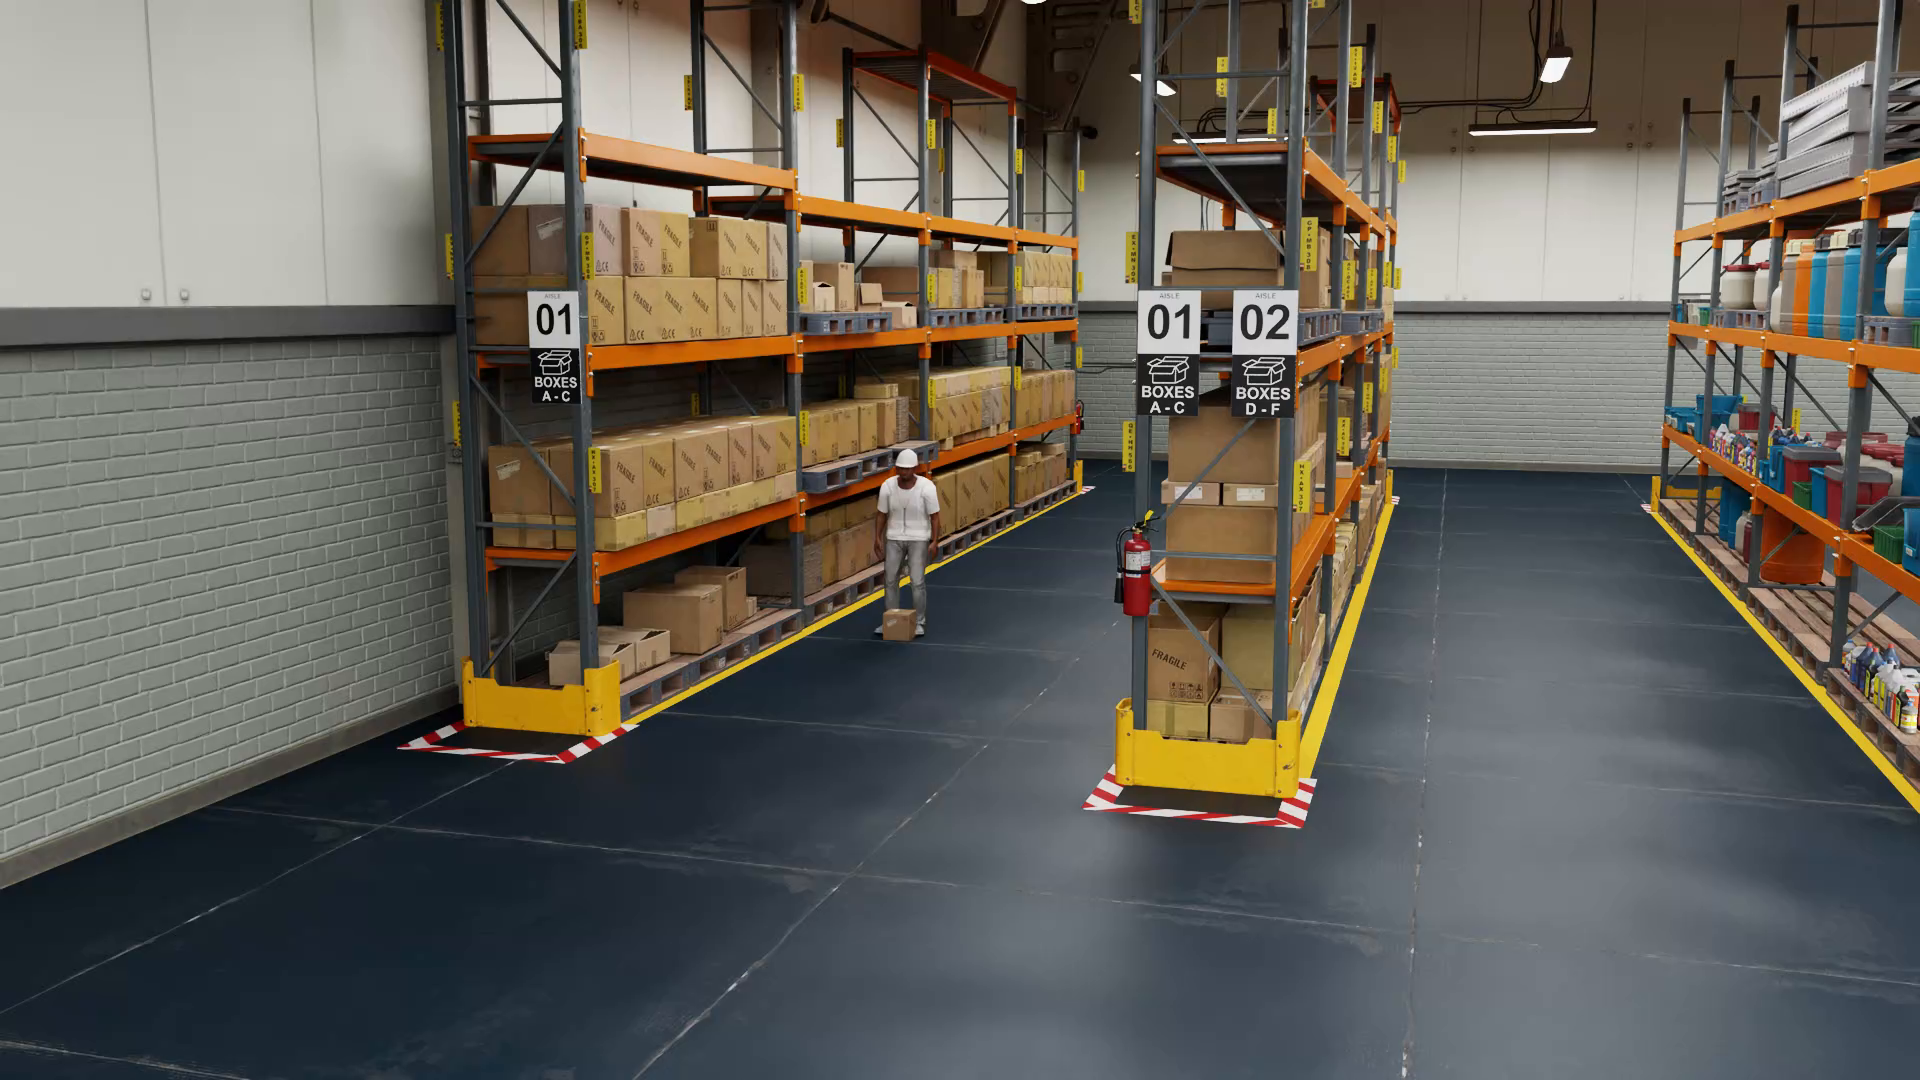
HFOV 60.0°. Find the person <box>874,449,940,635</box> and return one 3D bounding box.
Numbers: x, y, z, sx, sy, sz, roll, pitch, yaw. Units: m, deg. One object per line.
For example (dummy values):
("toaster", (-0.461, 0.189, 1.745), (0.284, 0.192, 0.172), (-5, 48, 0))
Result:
("person", (-0.505, 0.016, 15.661), (0.629, 1.759, 0.461), (2, 8, 13))
